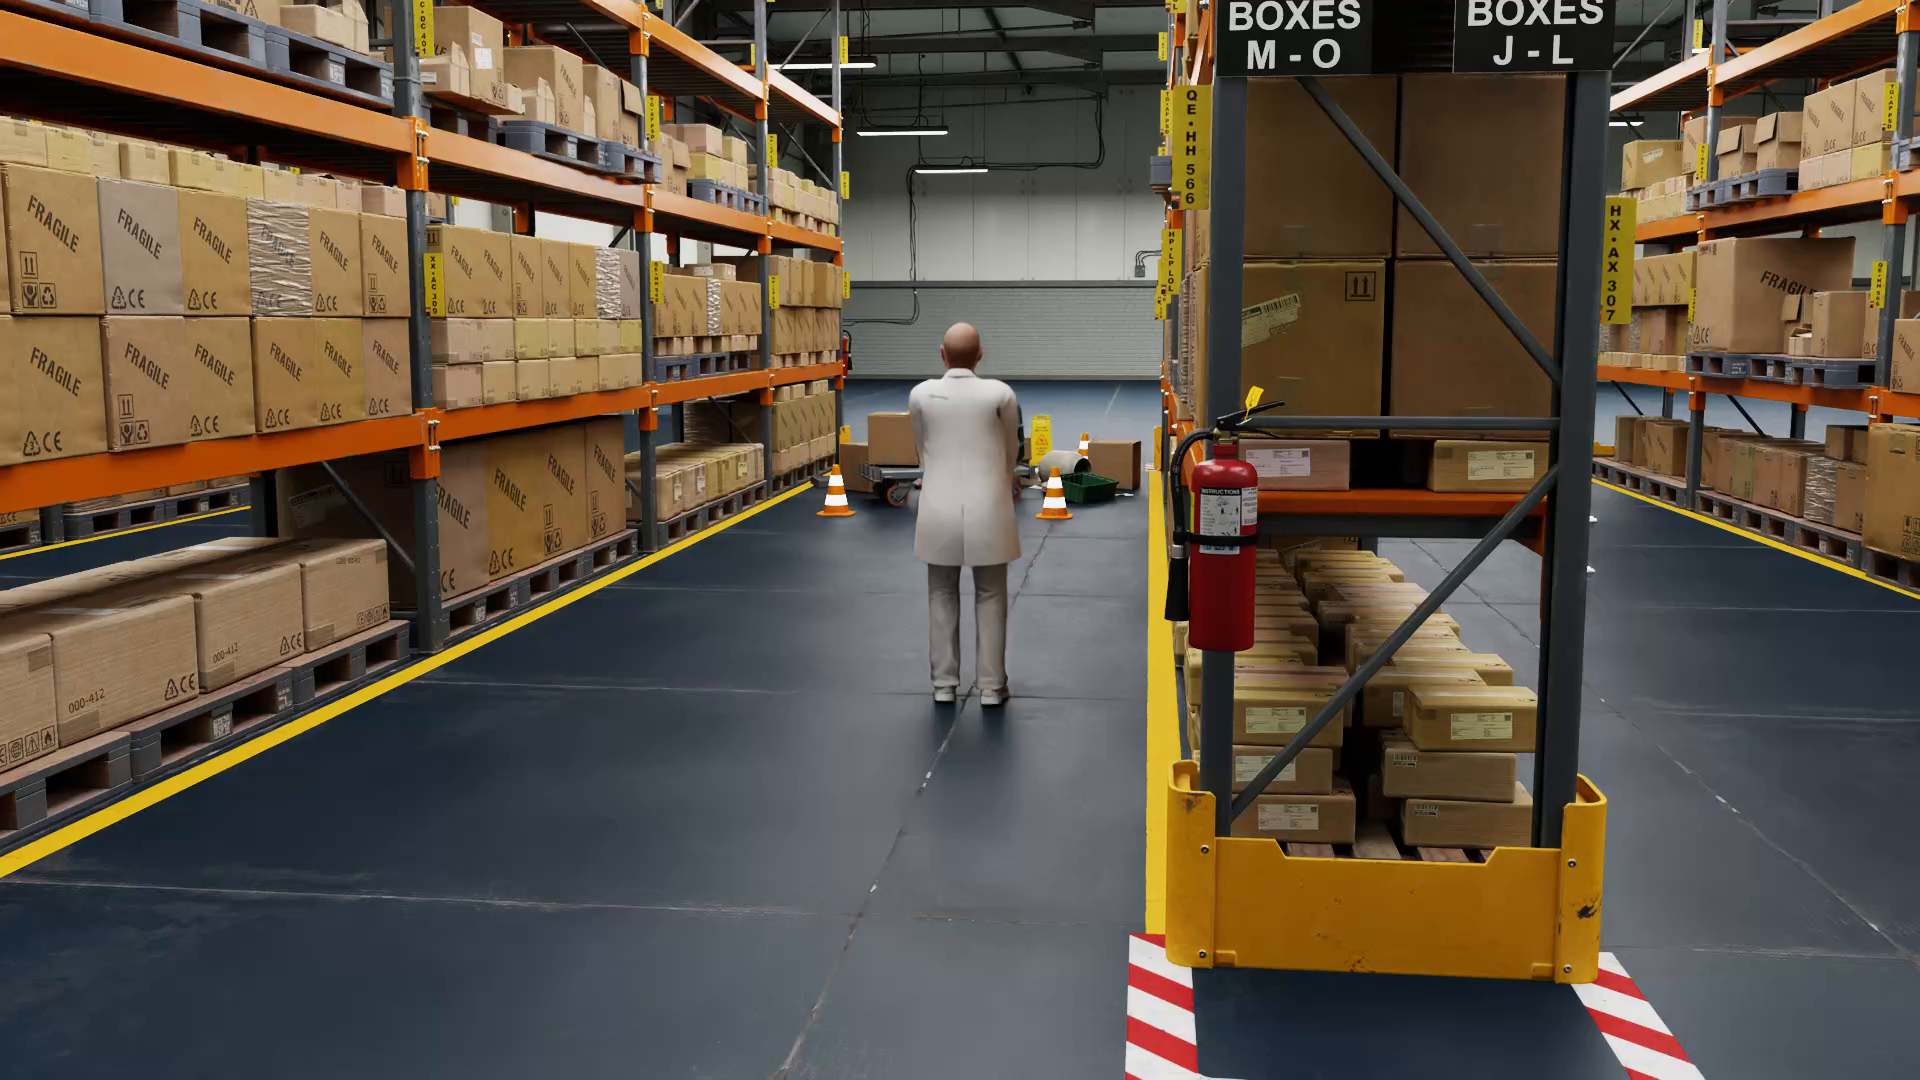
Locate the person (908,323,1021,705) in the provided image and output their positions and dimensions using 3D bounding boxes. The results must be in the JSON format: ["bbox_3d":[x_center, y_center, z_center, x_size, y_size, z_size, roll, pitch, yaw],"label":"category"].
[{"bbox_3d":[0.033,-0.132,7.867,0.525,1.779,0.545,1,7,6],"label":"person"}]
